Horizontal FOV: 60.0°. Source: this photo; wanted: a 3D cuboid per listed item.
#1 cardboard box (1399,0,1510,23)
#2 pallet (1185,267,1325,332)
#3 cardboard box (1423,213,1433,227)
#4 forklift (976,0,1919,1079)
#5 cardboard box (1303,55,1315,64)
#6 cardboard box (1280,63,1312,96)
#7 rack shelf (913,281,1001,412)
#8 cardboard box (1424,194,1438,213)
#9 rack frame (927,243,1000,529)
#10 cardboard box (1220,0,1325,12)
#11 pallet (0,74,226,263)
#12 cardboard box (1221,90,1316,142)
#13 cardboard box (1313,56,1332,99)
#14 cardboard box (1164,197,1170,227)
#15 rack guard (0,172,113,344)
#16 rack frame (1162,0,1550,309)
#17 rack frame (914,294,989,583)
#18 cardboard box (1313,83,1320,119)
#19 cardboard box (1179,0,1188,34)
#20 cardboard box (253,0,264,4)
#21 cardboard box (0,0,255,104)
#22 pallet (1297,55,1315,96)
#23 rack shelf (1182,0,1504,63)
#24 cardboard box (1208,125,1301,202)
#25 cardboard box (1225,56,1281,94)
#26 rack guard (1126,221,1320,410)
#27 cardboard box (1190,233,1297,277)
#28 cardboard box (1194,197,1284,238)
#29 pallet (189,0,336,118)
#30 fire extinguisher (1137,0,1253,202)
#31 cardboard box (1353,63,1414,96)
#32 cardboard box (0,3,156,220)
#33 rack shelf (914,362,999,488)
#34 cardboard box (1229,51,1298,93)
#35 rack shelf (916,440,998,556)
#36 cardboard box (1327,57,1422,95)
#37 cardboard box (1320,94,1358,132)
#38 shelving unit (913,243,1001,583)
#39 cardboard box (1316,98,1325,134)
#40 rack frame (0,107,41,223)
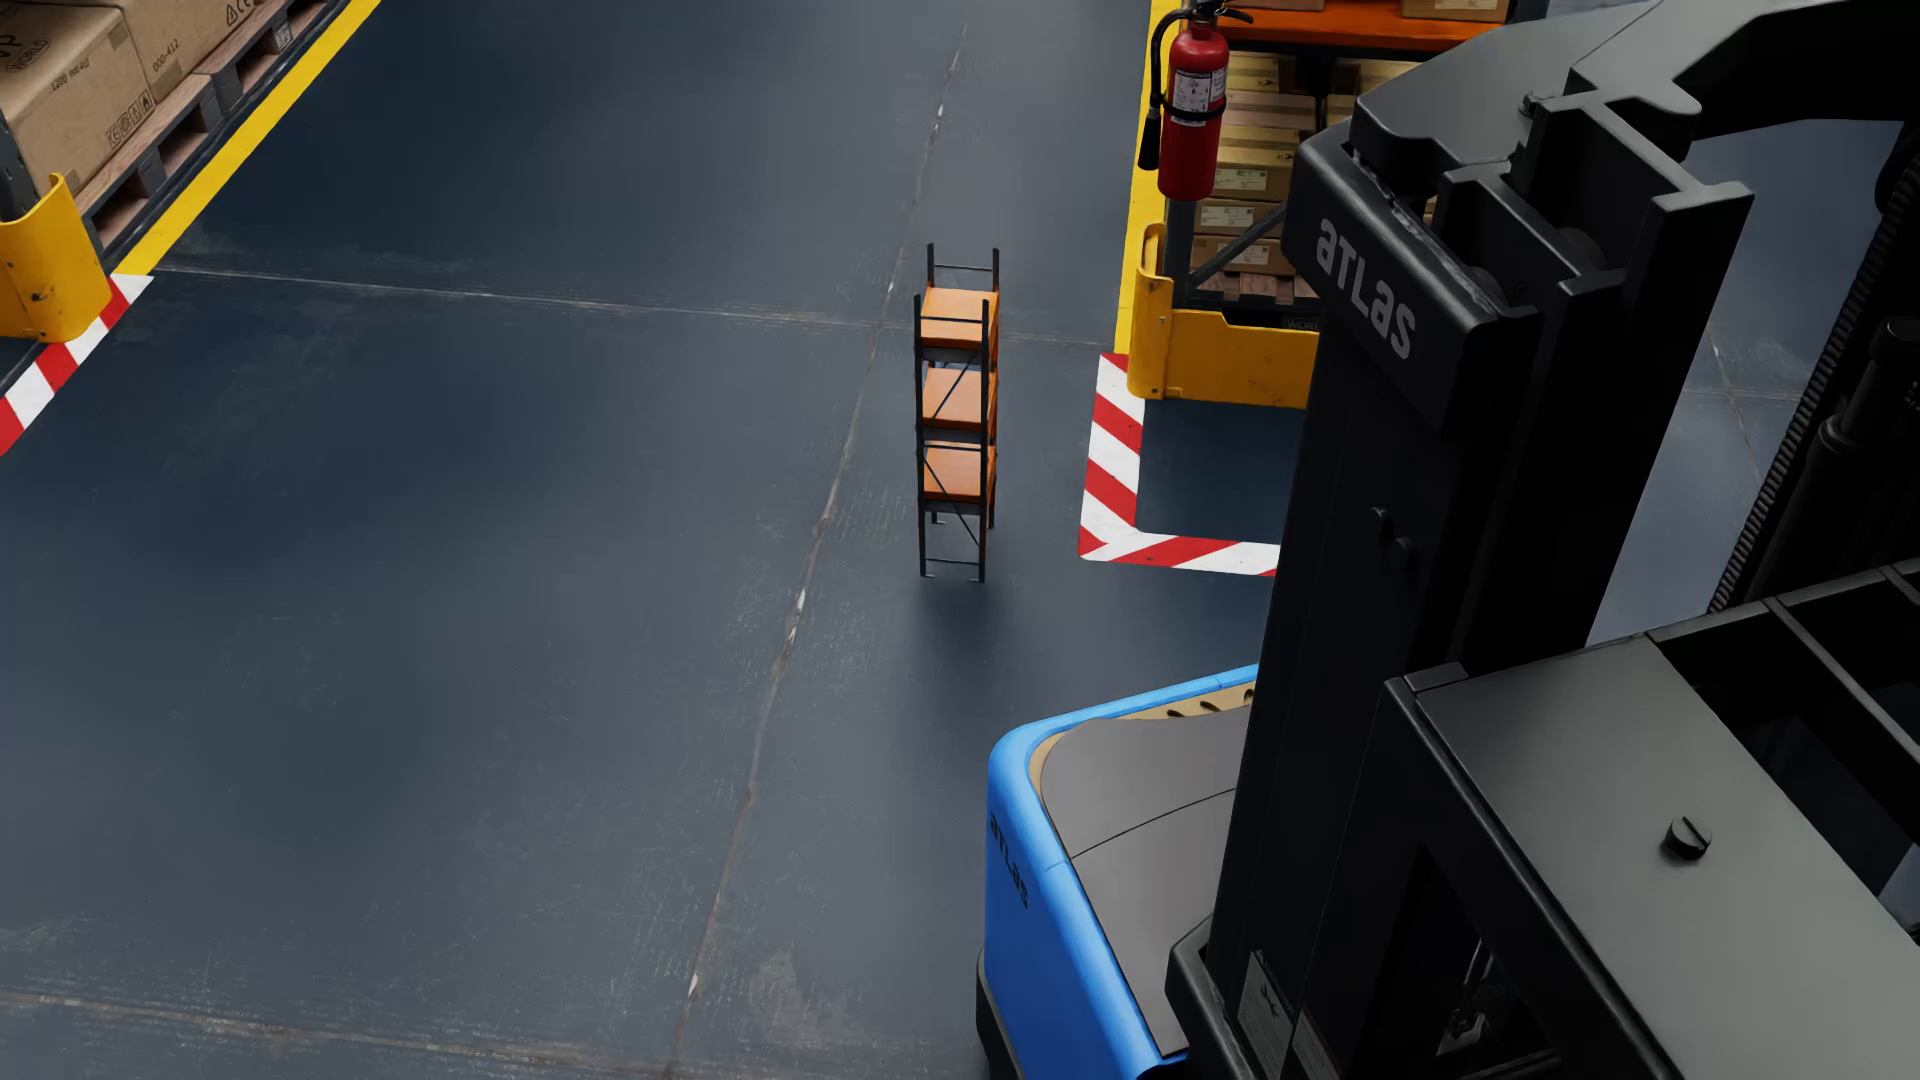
[{"bbox_3d":[1.535,-1.697,5.044,0.380,0.149,0.250,5,44,5],"label":"cardboard box"},{"bbox_3d":[1.320,-1.187,6.350,1.003,0.211,1.213,5,44,6],"label":"pallet"},{"bbox_3d":[1.491,-1.157,5.842,0.380,0.149,0.250,7,44,7],"label":"cardboard box"},{"bbox_3d":[0.992,0.952,2.113,1.130,2.935,3.031,-13,45,-13],"label":"forklift"},{"bbox_3d":[1.605,-2.056,6.791,0.380,0.149,0.250,7,44,8],"label":"cardboard box"},{"bbox_3d":[1.159,-1.737,6.454,0.380,0.149,0.250,5,44,5],"label":"cardboard box"},{"bbox_3d":[-0.007,-0.543,4.663,0.215,0.259,0.240,5,44,6],"label":"rack shelf"},{"bbox_3d":[1.574,-1.257,5.731,0.380,0.149,0.250,3,44,4],"label":"cardboard box"},{"bbox_3d":[0.009,-0.428,4.938,0.200,1.050,0.008,5,44,6],"label":"rack frame"},{"bbox_3d":[0.931,-1.754,5.104,0.380,0.149,0.250,5,44,6],"label":"cardboard box"},{"bbox_3d":[-3.724,-1.518,6.700,1.003,0.211,1.213,5,44,6],"label":"pallet"},{"bbox_3d":[1.077,-1.481,5.968,0.380,0.149,0.250,6,44,6],"label":"cardboard box"},{"bbox_3d":[1.611,-1.867,6.592,0.380,0.149,0.250,3,44,3],"label":"cardboard box"},{"bbox_3d":[0.964,-1.277,6.185,0.380,0.149,0.250,6,44,7],"label":"cardboard box"},{"bbox_3d":[-3.755,-1.055,6.000,1.175,0.500,0.348,5,44,6],"label":"rack guard"},{"bbox_3d":[1.168,-1.598,4.756,1.000,3.000,0.127,5,44,6],"label":"rack frame"},{"bbox_3d":[-0.023,-0.262,4.763,0.200,1.050,0.008,5,44,6],"label":"rack frame"},{"bbox_3d":[1.615,-1.745,6.680,0.380,0.149,0.250,5,44,6],"label":"cardboard box"},{"bbox_3d":[1.062,-2.028,6.545,0.380,0.149,0.250,7,44,7],"label":"cardboard box"},{"bbox_3d":[-3.531,-2.899,7.688,0.875,0.438,0.875,4,44,4],"label":"cardboard box"},{"bbox_3d":[-3.651,-2.284,7.039,0.875,0.438,0.875,6,44,7],"label":"cardboard box"},{"bbox_3d":[1.484,-2.016,7.226,1.003,0.211,1.213,5,44,6],"label":"pallet"},{"bbox_3d":[1.432,-2.699,6.442,1.077,0.370,4.000,5,44,6],"label":"rack shelf"},{"bbox_3d":[0.987,-1.315,5.792,0.380,0.149,0.250,6,44,6],"label":"cardboard box"},{"bbox_3d":[0.985,-1.669,6.166,0.380,0.149,0.250,4,44,5],"label":"cardboard box"},{"bbox_3d":[1.178,-0.742,5.670,1.175,0.500,0.348,5,44,6],"label":"rack guard"},{"bbox_3d":[1.031,-1.093,5.990,0.380,0.149,0.250,6,44,6],"label":"cardboard box"},{"bbox_3d":[0.955,-1.208,5.896,0.380,0.149,0.250,4,44,4],"label":"cardboard box"},{"bbox_3d":[-3.560,-2.347,7.575,1.003,0.211,1.213,5,44,6],"label":"pallet"},{"bbox_3d":[0.677,-1.304,4.773,0.296,0.674,0.183,5,44,6],"label":"fire extinguisher"},{"bbox_3d":[1.651,-1.616,6.110,0.380,0.149,0.250,5,44,5],"label":"cardboard box"},{"bbox_3d":[-3.764,-1.660,6.379,0.875,0.438,0.875,4,44,4],"label":"cardboard box"},{"bbox_3d":[-0.007,-0.337,4.858,0.215,0.259,0.240,5,44,6],"label":"rack shelf"},{"bbox_3d":[1.082,-1.839,6.346,0.380,0.149,0.250,4,44,4],"label":"cardboard box"},{"bbox_3d":[-0.007,-0.135,5.049,0.215,0.259,0.240,5,44,6],"label":"rack shelf"},{"bbox_3d":[1.602,-1.793,6.297,0.380,0.149,0.250,3,44,3],"label":"cardboard box"},{"bbox_3d":[1.491,-1.456,5.941,0.380,0.149,0.250,6,44,6],"label":"cardboard box"},{"bbox_3d":[-0.007,-0.345,4.851,0.215,1.050,0.252,5,44,6],"label":"shelving unit"},{"bbox_3d":[1.528,-1.513,6.218,0.380,0.149,0.250,6,44,6],"label":"cardboard box"},{"bbox_3d":[-3.752,-1.979,5.158,1.000,3.000,0.127,5,44,6],"label":"rack frame"}]
